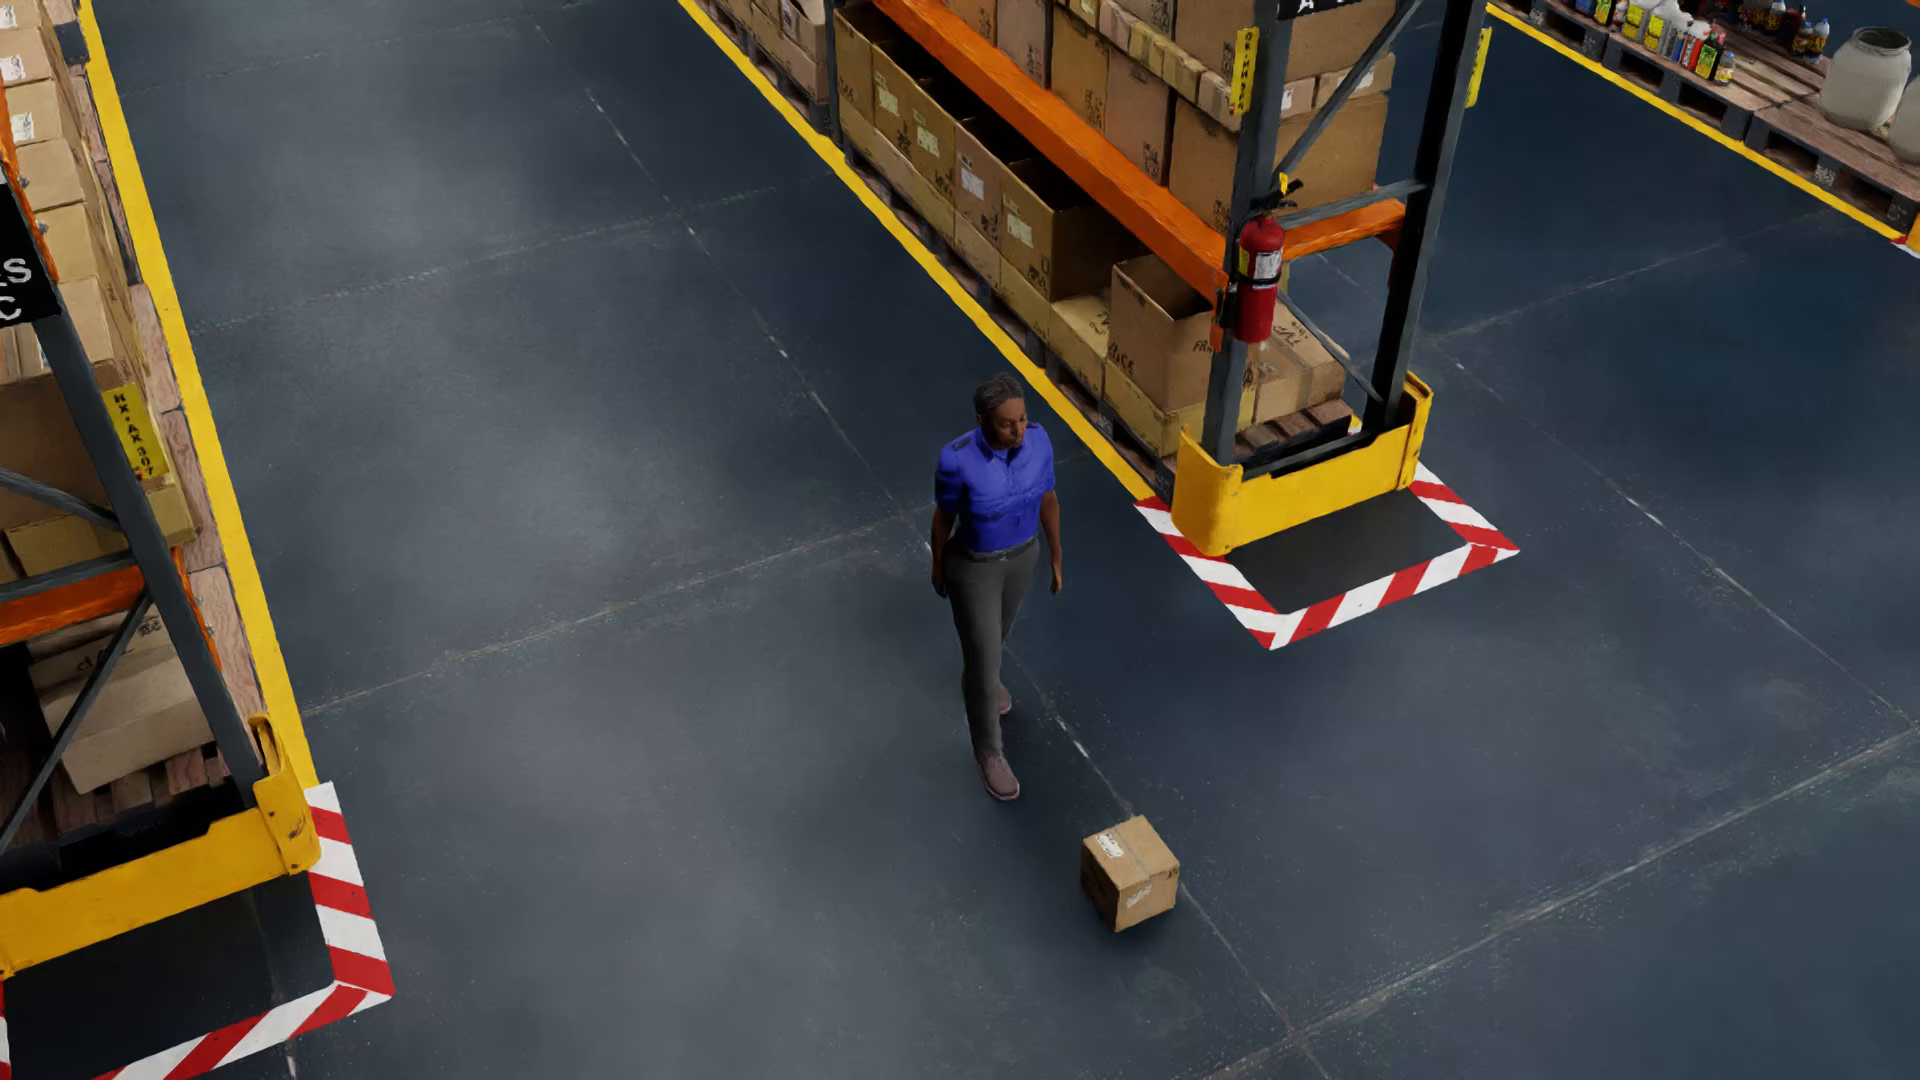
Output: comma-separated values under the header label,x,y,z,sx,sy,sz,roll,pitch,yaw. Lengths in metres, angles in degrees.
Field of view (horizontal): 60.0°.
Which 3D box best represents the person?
label,x,y,z,sx,sy,sz,roll,pitch,yaw
person,0.178,0.118,6.007,0.459,1.646,0.679,-21,46,-22
